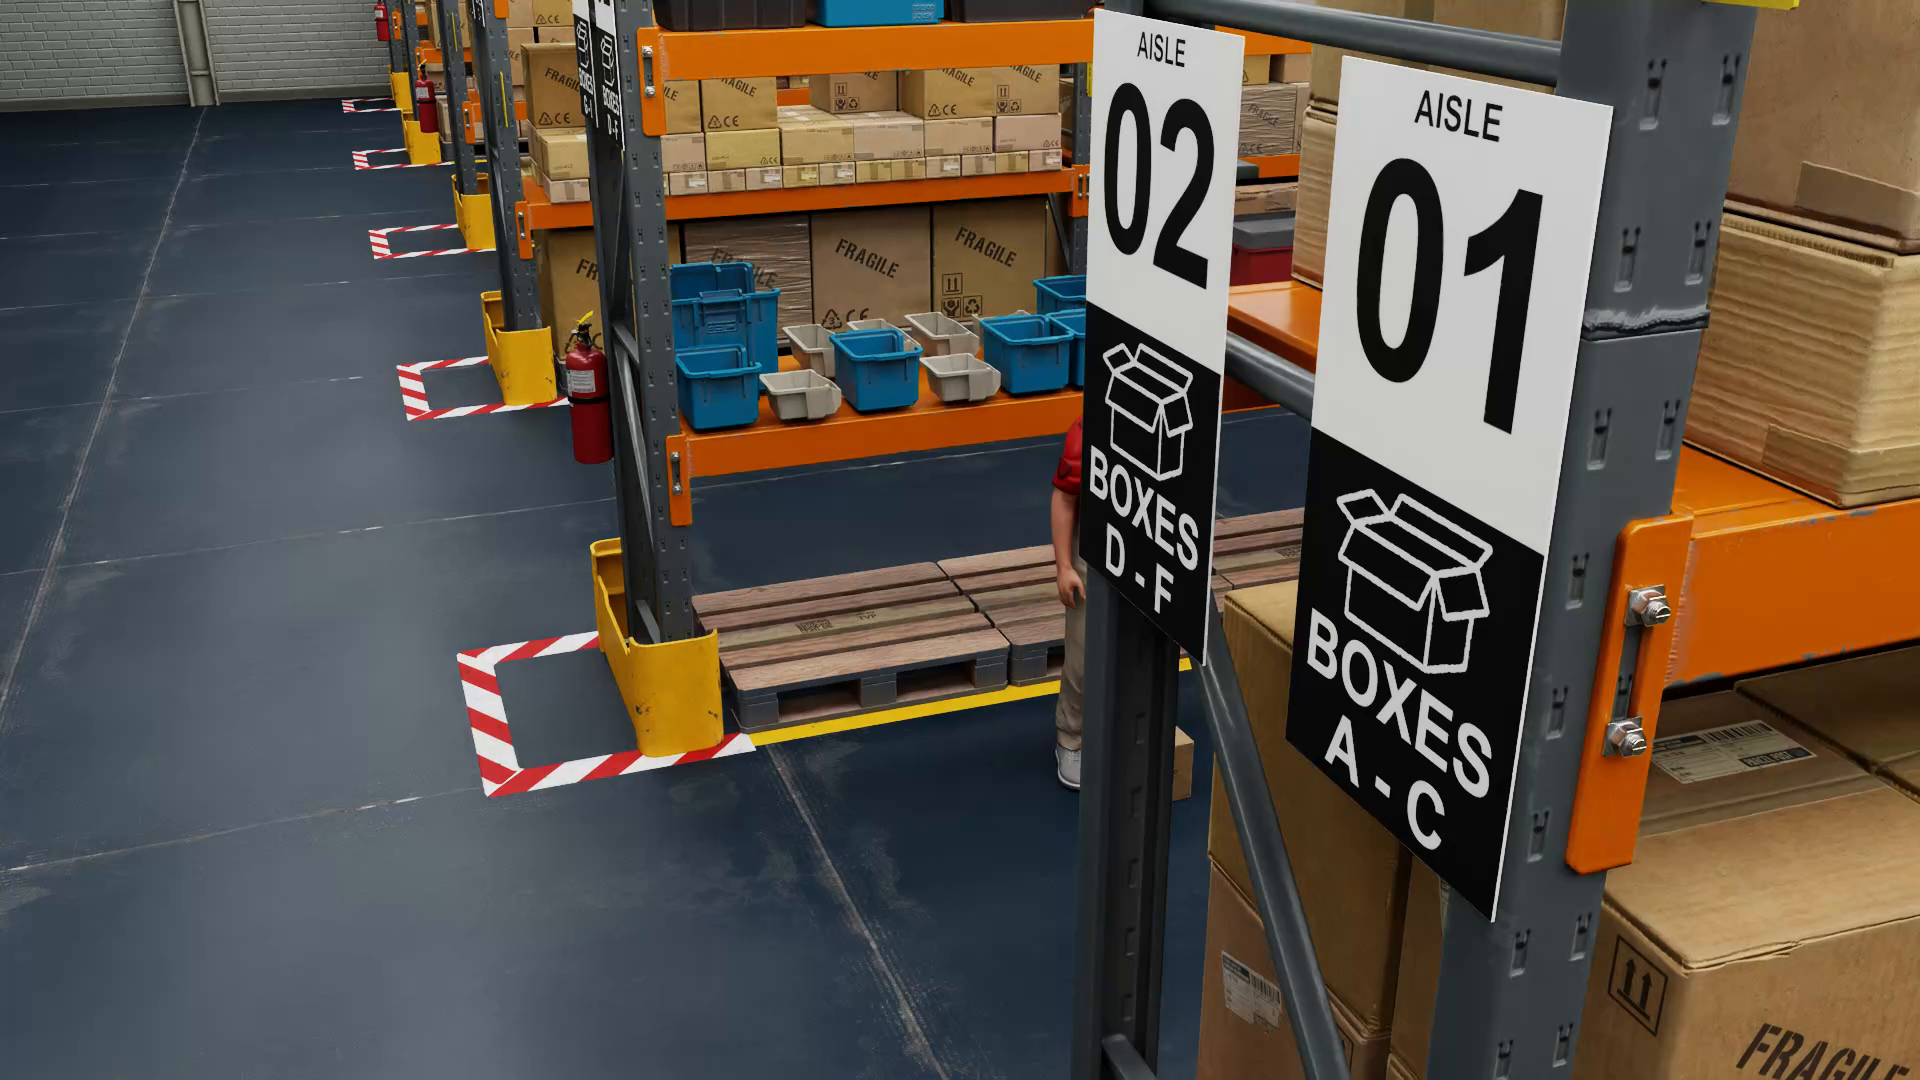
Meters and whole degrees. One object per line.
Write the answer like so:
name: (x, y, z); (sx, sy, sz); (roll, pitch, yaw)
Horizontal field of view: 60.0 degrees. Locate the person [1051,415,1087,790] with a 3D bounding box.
person: (0.629, 0.088, 6.395); (0.585, 1.727, 0.393); (-8, 24, -19)
